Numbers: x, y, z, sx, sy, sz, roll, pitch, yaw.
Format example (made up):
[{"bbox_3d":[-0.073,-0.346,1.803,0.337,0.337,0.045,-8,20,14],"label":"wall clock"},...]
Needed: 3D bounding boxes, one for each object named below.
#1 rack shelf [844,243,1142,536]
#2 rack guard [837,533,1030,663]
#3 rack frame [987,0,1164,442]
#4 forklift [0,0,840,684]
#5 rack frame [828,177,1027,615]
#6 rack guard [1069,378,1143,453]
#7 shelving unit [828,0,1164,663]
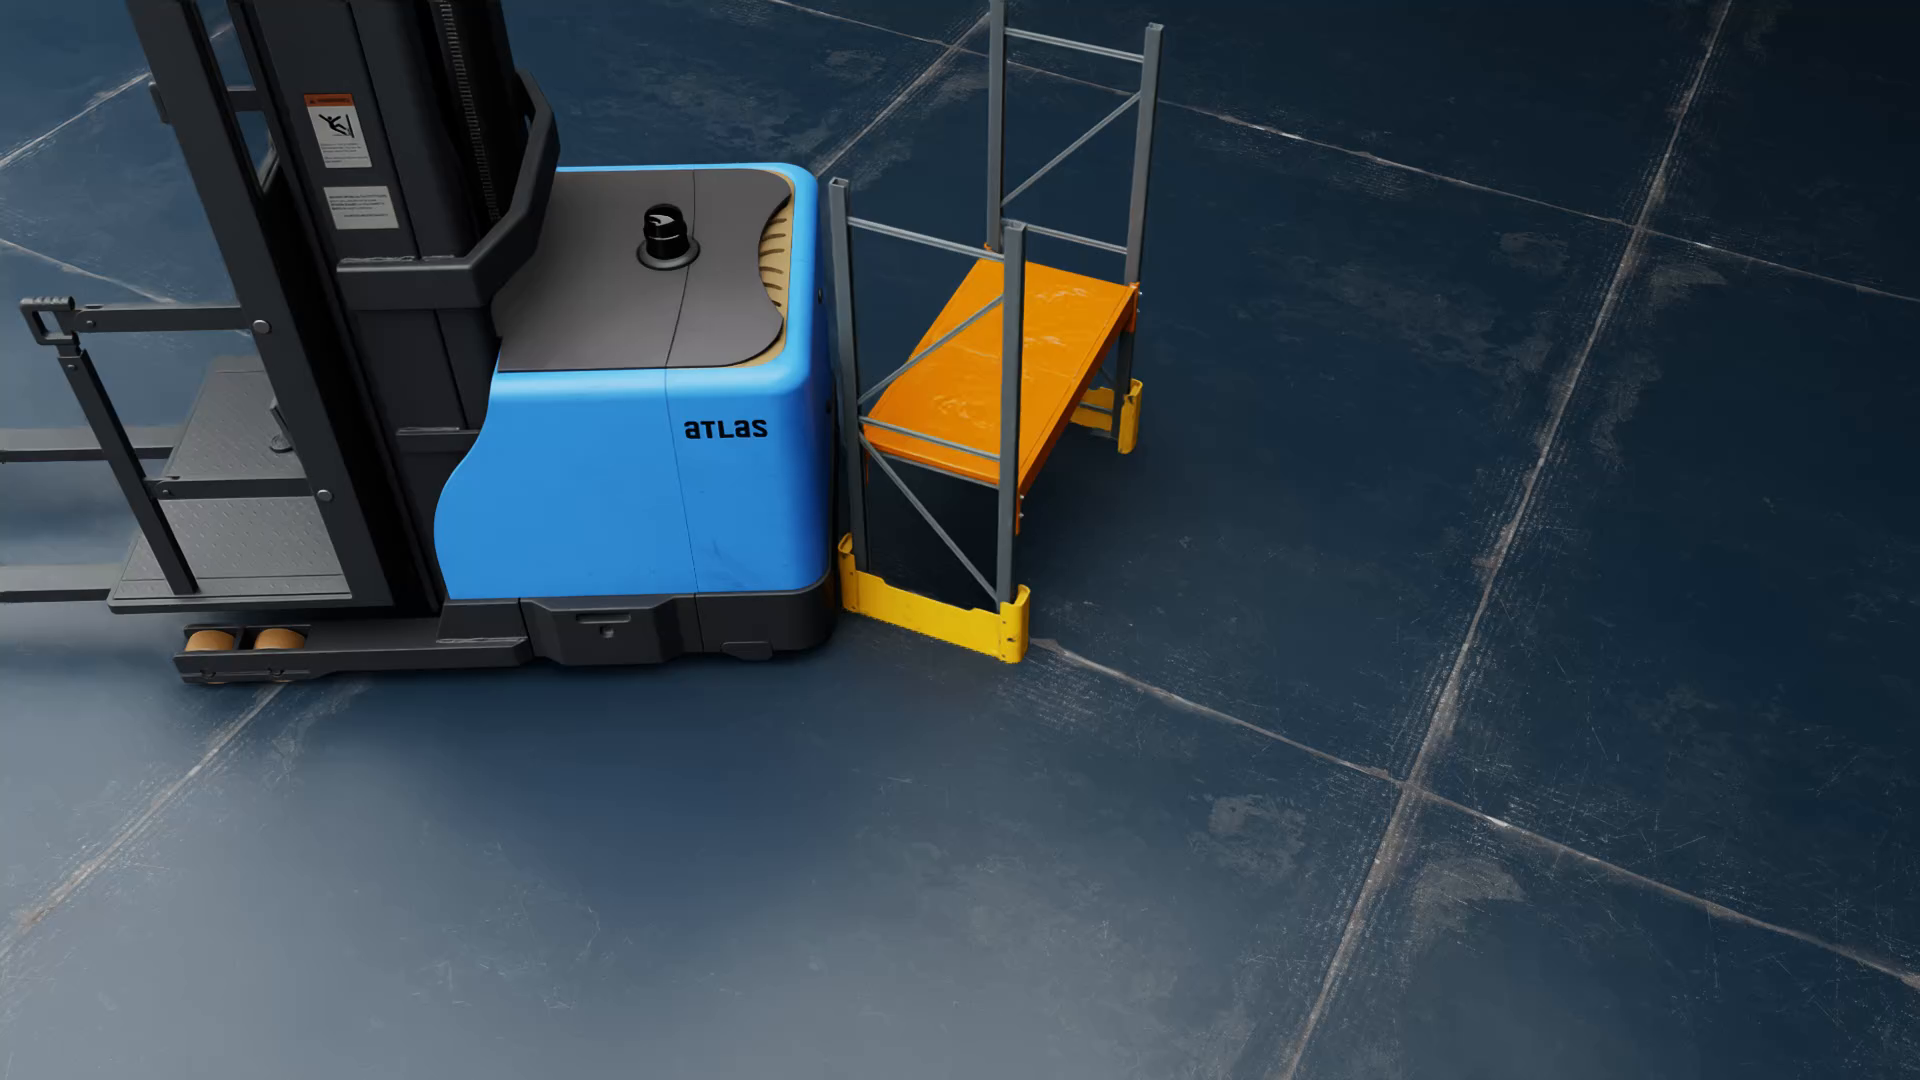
[{"bbox_3d":[0.120,-0.474,4.917,0.538,0.185,1.000,17,48,16],"label":"rack shelf"},{"bbox_3d":[-0.080,0.171,4.906,0.587,0.250,0.087,17,48,16],"label":"rack guard"},{"bbox_3d":[0.320,-0.933,5.117,0.500,1.500,0.032,17,48,16],"label":"rack frame"},{"bbox_3d":[-1.897,-0.997,4.174,3.031,2.935,1.130,-2,45,-1],"label":"forklift"},{"bbox_3d":[-0.080,-0.268,4.460,0.500,1.500,0.032,17,48,16],"label":"rack frame"},{"bbox_3d":[0.313,-0.481,5.549,0.587,0.250,0.087,17,48,16],"label":"rack guard"},{"bbox_3d":[0.116,-0.594,4.783,0.587,1.500,1.083,17,48,16],"label":"shelving unit"}]
